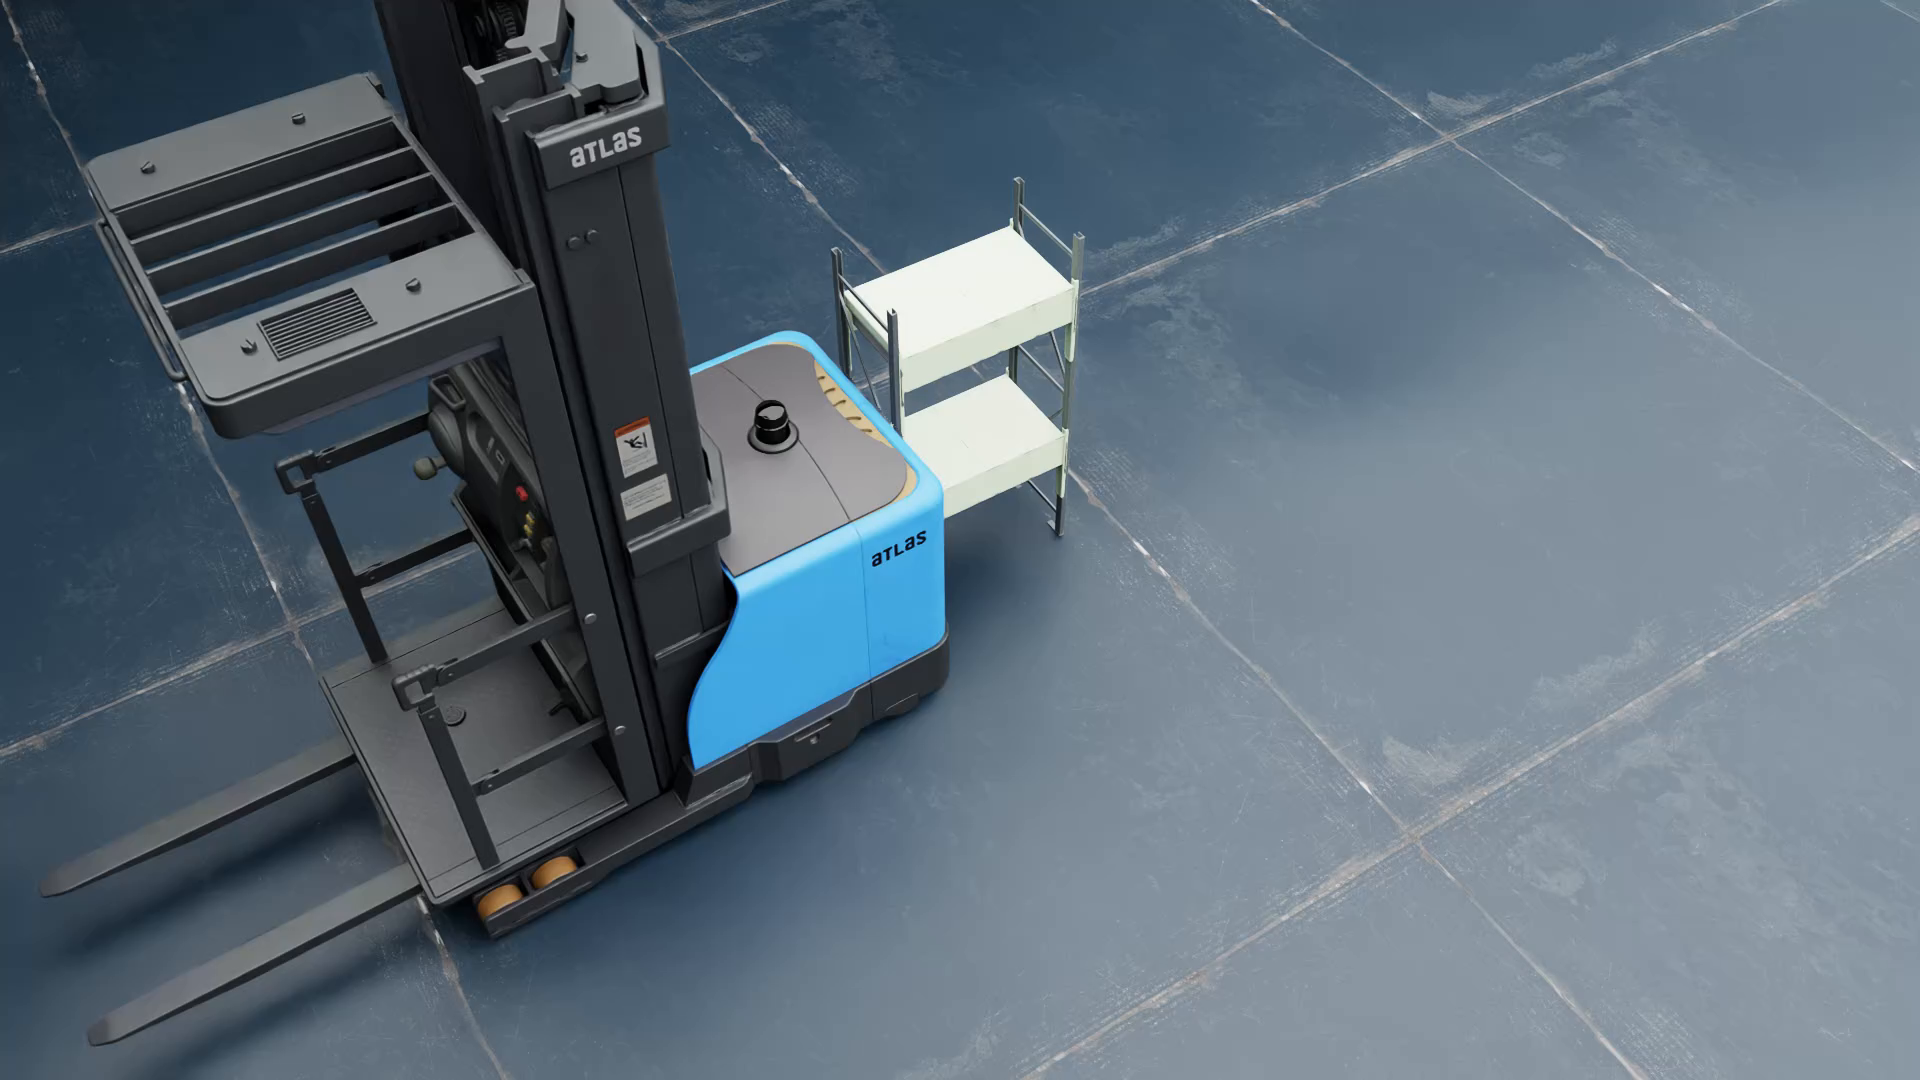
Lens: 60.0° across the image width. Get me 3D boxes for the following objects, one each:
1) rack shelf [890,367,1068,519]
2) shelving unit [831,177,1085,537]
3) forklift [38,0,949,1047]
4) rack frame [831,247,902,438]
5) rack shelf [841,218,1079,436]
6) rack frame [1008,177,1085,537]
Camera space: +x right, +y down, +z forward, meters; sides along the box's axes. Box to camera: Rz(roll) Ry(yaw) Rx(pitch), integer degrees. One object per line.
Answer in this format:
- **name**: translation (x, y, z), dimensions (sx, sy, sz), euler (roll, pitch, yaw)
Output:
- **rack shelf**: translation (-0.006, -0.279, 6.376), dimensions (0.720, 0.370, 0.431), euler (-25, 53, -21)
- **shelving unit**: translation (-0.006, -0.496, 6.133), dimensions (0.755, 1.500, 0.431), euler (-25, 53, -21)
- **forklift**: translation (-1.550, -0.125, 4.844), dimensions (3.031, 2.935, 1.130), euler (-26, 53, -22)
- **rack frame**: translation (-0.315, -0.350, 6.003), dimensions (0.023, 1.500, 0.400), euler (-25, 53, -21)
- **rack shelf**: translation (-0.006, -0.756, 5.841), dimensions (0.720, 0.370, 0.431), euler (-25, 53, -21)
- **rack frame**: translation (0.304, -0.642, 6.263), dimensions (0.023, 1.500, 0.400), euler (-25, 53, -21)
